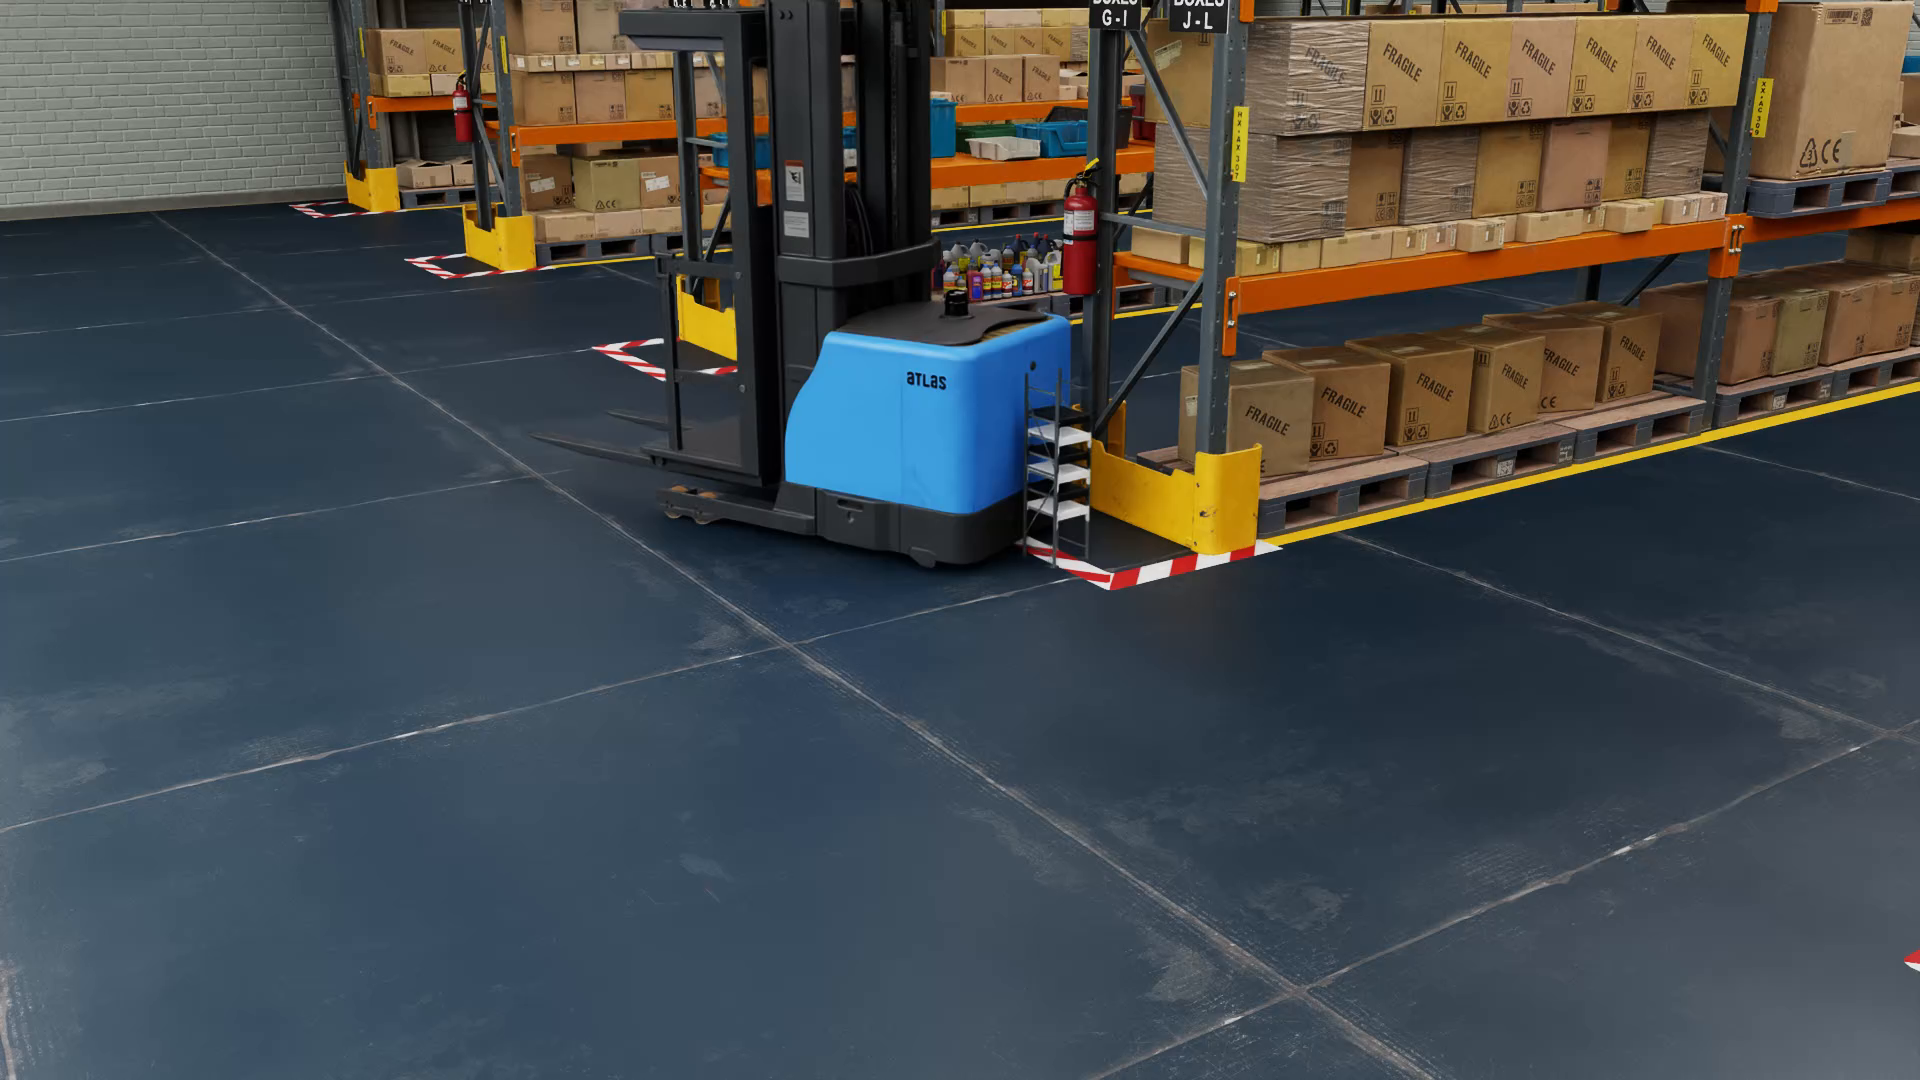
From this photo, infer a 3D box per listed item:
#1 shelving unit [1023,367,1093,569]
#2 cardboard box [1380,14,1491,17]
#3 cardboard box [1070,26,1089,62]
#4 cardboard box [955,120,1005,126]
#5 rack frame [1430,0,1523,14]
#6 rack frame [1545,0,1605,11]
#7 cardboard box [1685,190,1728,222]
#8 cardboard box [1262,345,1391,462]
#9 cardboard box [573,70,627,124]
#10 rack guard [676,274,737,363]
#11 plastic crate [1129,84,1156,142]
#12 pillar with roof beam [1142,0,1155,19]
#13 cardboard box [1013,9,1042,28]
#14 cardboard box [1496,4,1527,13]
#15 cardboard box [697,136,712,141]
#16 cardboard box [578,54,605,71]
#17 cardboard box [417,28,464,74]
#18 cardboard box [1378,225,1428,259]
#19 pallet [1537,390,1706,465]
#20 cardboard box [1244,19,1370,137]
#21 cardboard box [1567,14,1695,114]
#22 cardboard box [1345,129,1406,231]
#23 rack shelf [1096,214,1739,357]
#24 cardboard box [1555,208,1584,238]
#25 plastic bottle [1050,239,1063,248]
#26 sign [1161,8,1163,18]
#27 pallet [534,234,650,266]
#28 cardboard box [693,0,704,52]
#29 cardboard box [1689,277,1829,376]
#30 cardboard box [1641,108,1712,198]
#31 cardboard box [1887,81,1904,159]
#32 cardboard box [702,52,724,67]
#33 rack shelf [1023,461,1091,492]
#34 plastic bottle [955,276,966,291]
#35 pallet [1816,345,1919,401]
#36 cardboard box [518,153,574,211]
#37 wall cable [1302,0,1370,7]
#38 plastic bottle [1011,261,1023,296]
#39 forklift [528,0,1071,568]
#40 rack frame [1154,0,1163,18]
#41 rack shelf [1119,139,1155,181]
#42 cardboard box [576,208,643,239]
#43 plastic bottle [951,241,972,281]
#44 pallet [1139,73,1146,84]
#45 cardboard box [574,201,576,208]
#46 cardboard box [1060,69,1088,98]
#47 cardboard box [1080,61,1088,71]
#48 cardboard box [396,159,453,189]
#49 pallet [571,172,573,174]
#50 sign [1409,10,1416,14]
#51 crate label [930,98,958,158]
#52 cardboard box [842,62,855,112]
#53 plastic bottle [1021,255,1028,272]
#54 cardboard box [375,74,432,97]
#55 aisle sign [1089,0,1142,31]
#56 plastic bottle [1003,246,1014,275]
[{"bbox_3d":[0.458,-0.339,7.843,0.210,0.900,0.258,-14,23,-35],"label":"shelving unit"},{"bbox_3d":[2.534,-2.600,9.069,0.500,0.500,0.500,-12,22,-31],"label":"cardboard box"},{"bbox_3d":[1.712,-7.471,25.007,0.500,0.500,0.500,-12,22,-31],"label":"cardboard box"},{"bbox_3d":[0.150,-6.171,24.515,0.750,0.750,0.750,-12,22,-32],"label":"cardboard box"},{"bbox_3d":[4.912,-4.246,16.120,0.127,3.000,1.000,-12,22,-31],"label":"rack frame"},{"bbox_3d":[8.872,-6.981,24.209,0.127,3.000,1.000,-12,22,-31],"label":"rack frame"},{"bbox_3d":[4.277,-1.981,9.813,0.250,0.149,0.380,-12,22,-31],"label":"cardboard box"},{"bbox_3d":[1.966,-0.747,9.017,0.500,0.500,0.500,-6,20,-17],"label":"cardboard box"},{"bbox_3d":[-3.658,-4.382,16.367,0.500,0.500,0.700,-11,22,-30],"label":"cardboard box"},{"bbox_3d":[-1.732,-1.679,12.429,0.348,0.500,1.175,-12,22,-31],"label":"rack guard"},{"bbox_3d":[1.807,-3.739,14.520,0.583,0.464,0.402,-12,22,-31],"label":"plastic crate"},{"bbox_3d":[5.281,-9.645,22.725,0.400,9.000,9.100,-12,22,-31],"label":"pillar with roof beam"},{"bbox_3d":[0.848,-7.644,24.348,0.500,0.250,0.500,-12,22,-31],"label":"cardboard box"},{"bbox_3d":[7.371,-7.077,22.778,0.500,0.500,0.500,-11,22,-30],"label":"cardboard box"},{"bbox_3d":[-3.272,-5.350,22.601,0.500,0.500,0.700,-11,22,-30],"label":"cardboard box"},{"bbox_3d":[-3.616,-4.619,16.056,0.250,0.149,0.380,-12,22,-31],"label":"cardboard box"},{"bbox_3d":[-6.236,-5.868,19.952,0.500,0.500,0.500,-12,22,-31],"label":"cardboard box"},{"bbox_3d":[2.170,-1.550,8.538,0.250,0.149,0.380,-12,22,-31],"label":"cardboard box"},{"bbox_3d":[3.754,-0.768,10.186,1.213,0.211,1.003,-12,22,-31],"label":"pallet"},{"bbox_3d":[1.564,-2.198,7.880,0.500,0.500,0.500,-12,22,-31],"label":"cardboard box"},{"bbox_3d":[3.654,-2.637,9.180,0.500,0.500,0.500,-12,22,-31],"label":"cardboard box"},{"bbox_3d":[1.781,-1.910,8.590,0.500,0.500,0.875,-12,22,-31],"label":"cardboard box"},{"bbox_3d":[2.625,-1.523,9.191,4.000,0.370,1.077,-12,22,-31],"label":"rack shelf"},{"bbox_3d":[3.206,-1.774,9.201,0.250,0.149,0.380,-12,22,-31],"label":"cardboard box"},{"bbox_3d":[0.809,-2.456,14.392,0.135,0.276,0.152,-11,22,-29],"label":"plastic bottle"},{"bbox_3d":[3.111,-7.968,25.445,0.005,0.325,0.100,-12,22,-31],"label":"sign"},{"bbox_3d":[-3.875,-2.987,16.751,1.213,0.211,1.003,-12,22,-31],"label":"pallet"},{"bbox_3d":[-2.774,-5.184,16.713,0.500,0.500,0.700,-12,22,-31],"label":"cardboard box"},{"bbox_3d":[5.229,-1.422,10.984,0.500,0.500,0.700,-12,22,-32],"label":"cardboard box"},{"bbox_3d":[3.886,-2.342,9.868,0.500,0.500,0.875,-12,22,-31],"label":"cardboard box"},{"bbox_3d":[5.692,-2.794,11.010,0.637,0.503,0.797,-9,21,-26],"label":"cardboard box"},{"bbox_3d":[-2.541,-4.845,16.725,0.250,0.149,0.380,-11,22,-30],"label":"cardboard box"},{"bbox_3d":[0.458,-0.308,7.853,0.200,0.077,0.258,-14,23,-35],"label":"rack shelf"},{"bbox_3d":[0.003,-1.974,13.082,0.097,0.201,0.097,0,19,0],"label":"plastic bottle"},{"bbox_3d":[5.965,-1.249,11.610,1.213,0.211,1.003,-12,22,-31],"label":"pallet"},{"bbox_3d":[-4.206,-3.588,16.641,0.500,0.500,0.500,-12,22,-31],"label":"cardboard box"},{"bbox_3d":[6.694,-9.265,29.379,1.851,1.984,0.084,-12,22,-31],"label":"wall cable"},{"bbox_3d":[0.455,-2.102,13.353,0.097,0.271,0.097,0,19,0],"label":"plastic bottle"},{"bbox_3d":[-0.958,-1.596,8.388,3.031,2.935,1.130,12,22,31],"label":"forklift"},{"bbox_3d":[2.804,-7.600,26.042,0.127,3.000,1.000,-12,22,-31],"label":"rack frame"},{"bbox_3d":[3.242,-3.553,15.193,4.000,0.370,1.077,-12,22,-31],"label":"rack shelf"},{"bbox_3d":[-3.505,-3.183,16.613,0.500,0.250,0.500,-12,22,-31],"label":"cardboard box"},{"bbox_3d":[0.001,-2.323,13.881,0.185,0.351,0.144,-11,22,-29],"label":"plastic bottle"},{"bbox_3d":[2.718,-5.619,20.480,1.003,0.211,1.213,-12,22,-31],"label":"pallet"},{"bbox_3d":[-3.794,-3.323,17.029,0.500,0.250,0.500,-12,22,-31],"label":"cardboard box"},{"bbox_3d":[1.337,-5.423,19.743,0.500,0.311,0.500,-12,22,-32],"label":"cardboard box"},{"bbox_3d":[1.810,-7.184,25.171,0.250,0.149,0.380,-12,22,-31],"label":"cardboard box"},{"bbox_3d":[-6.591,-4.519,20.440,0.500,0.311,0.500,-15,24,-37],"label":"cardboard box"},{"bbox_3d":[-4.419,-4.742,21.943,1.213,0.211,1.003,-12,22,-31],"label":"pallet"},{"bbox_3d":[5.840,-6.677,21.502,0.005,0.325,0.100,-12,22,-31],"label":"sign"},{"bbox_3d":[-0.381,-3.250,13.119,0.616,0.435,0.502,-12,22,-31],"label":"crate label"},{"bbox_3d":[-1.517,-4.834,17.705,0.500,0.500,0.700,-13,22,-33],"label":"cardboard box"},{"bbox_3d":[0.565,-2.182,13.571,0.133,0.283,0.061,-12,22,-31],"label":"plastic bottle"},{"bbox_3d":[-6.636,-5.426,19.814,0.500,0.250,0.500,-13,22,-33],"label":"cardboard box"},{"bbox_3d":[0.738,-2.813,7.822,0.004,0.787,0.394,-12,22,-31],"label":"aisle sign"},{"bbox_3d":[0.409,-2.357,14.106,0.097,0.271,0.097,0,19,0],"label":"plastic bottle"}]
